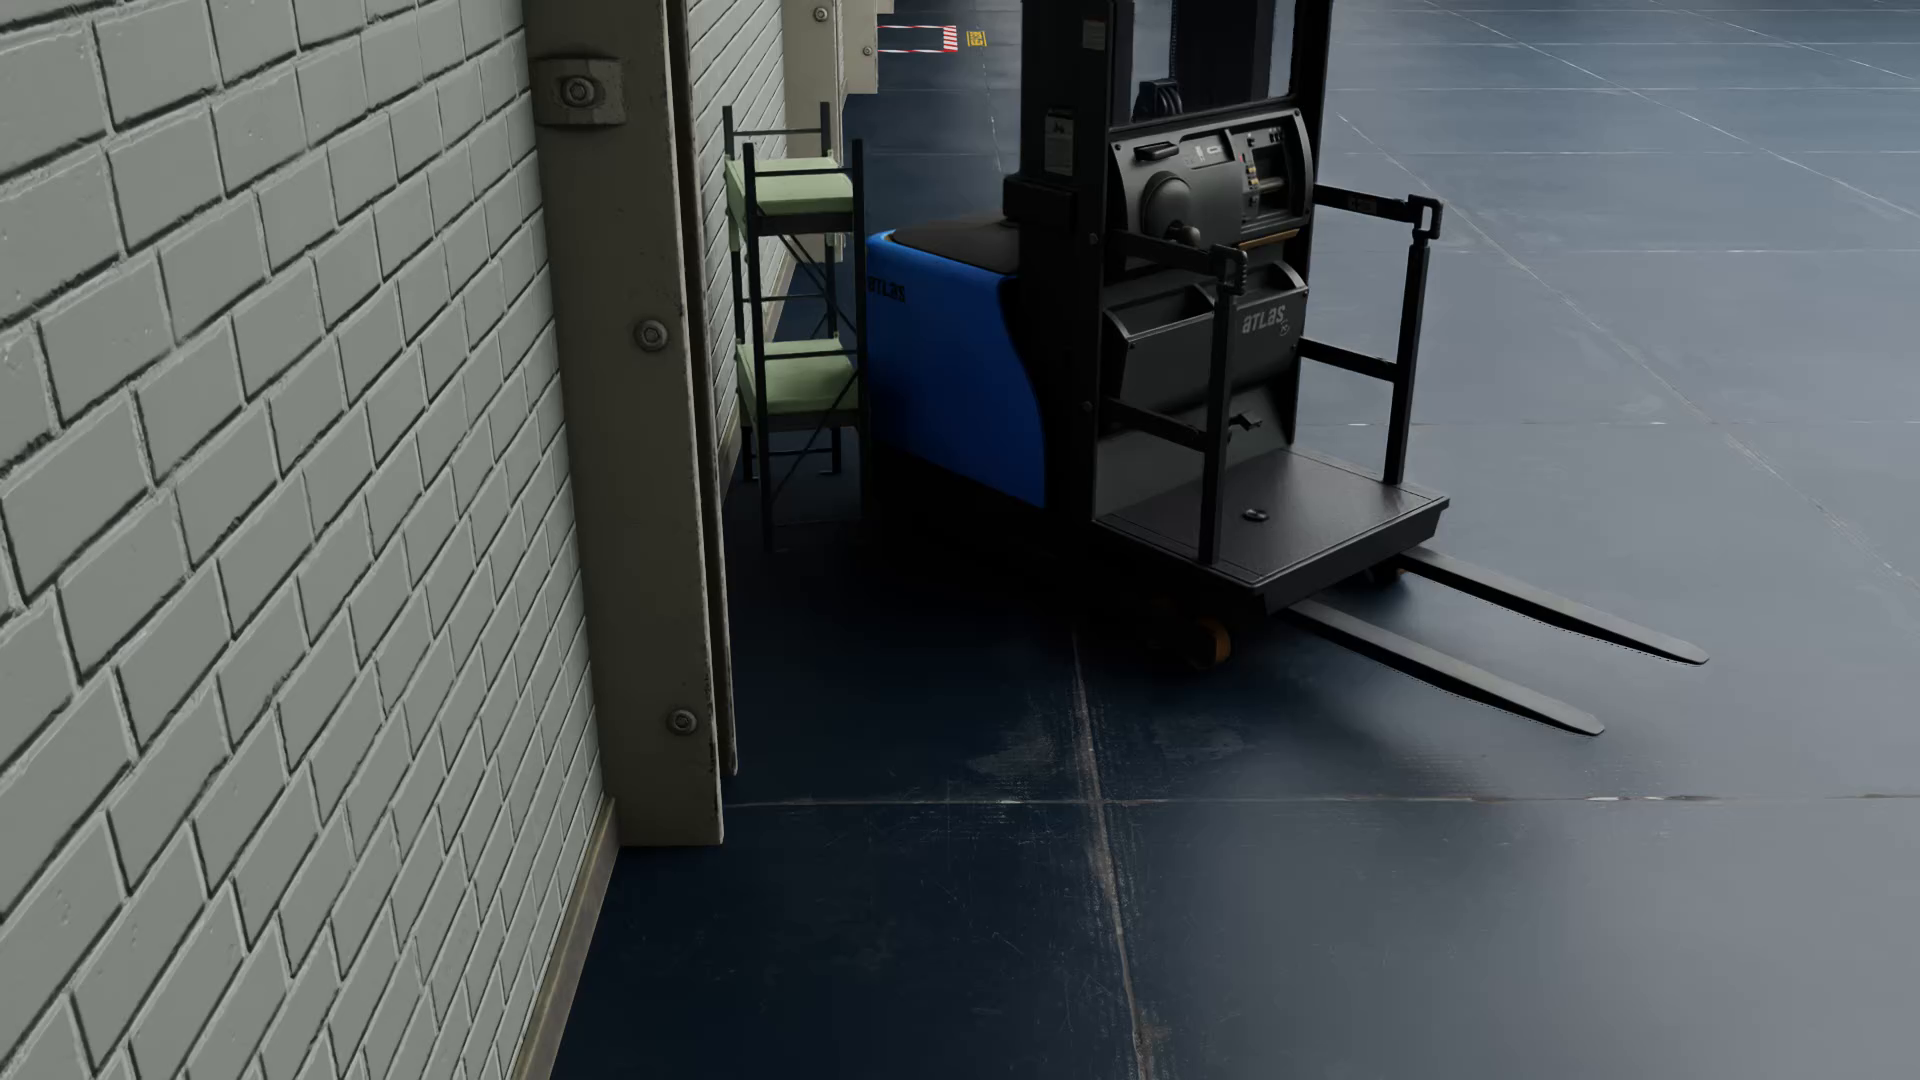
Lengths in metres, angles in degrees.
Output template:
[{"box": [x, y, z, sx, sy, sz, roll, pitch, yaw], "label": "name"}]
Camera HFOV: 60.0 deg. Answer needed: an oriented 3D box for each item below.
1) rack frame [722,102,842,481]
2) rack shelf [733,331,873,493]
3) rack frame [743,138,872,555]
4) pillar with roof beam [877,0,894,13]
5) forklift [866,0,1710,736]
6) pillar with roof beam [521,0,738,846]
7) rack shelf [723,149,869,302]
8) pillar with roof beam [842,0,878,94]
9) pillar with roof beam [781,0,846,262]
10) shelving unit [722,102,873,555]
[{"box": [-0.686, -0.944, 6.518, 0.400, 1.500, 0.023, -5, 25, -12], "label": "rack frame"}, {"box": [-0.605, -0.500, 6.327, 0.431, 0.370, 0.720, -5, 25, -12], "label": "rack shelf"}, {"box": [-0.525, -0.650, 5.867, 0.400, 1.500, 0.023, -5, 25, -12], "label": "rack frame"}, {"box": [3.314, -10.802, 19.214, 9.100, 9.000, 0.400, 0, 24, -1], "label": "pillar with roof beam"}, {"box": [0.971, -1.157, 5.251, 1.130, 2.935, 3.031, -20, 31, -37], "label": "forklift"}, {"box": [3.510, -3.385, 2.815, 9.100, 9.000, 0.400, 0, 24, -1], "label": "pillar with roof beam"}, {"box": [-0.606, -1.153, 6.032, 0.431, 0.370, 0.720, -5, 25, -12], "label": "rack shelf"}, {"box": [3.379, -8.330, 13.748, 9.100, 9.000, 0.400, 0, 24, -1], "label": "pillar with roof beam"}, {"box": [3.445, -5.858, 8.281, 9.100, 9.000, 0.400, 0, 24, -1], "label": "pillar with roof beam"}, {"box": [-0.605, -0.797, 6.193, 0.431, 1.500, 0.755, -5, 25, -12], "label": "shelving unit"}]
